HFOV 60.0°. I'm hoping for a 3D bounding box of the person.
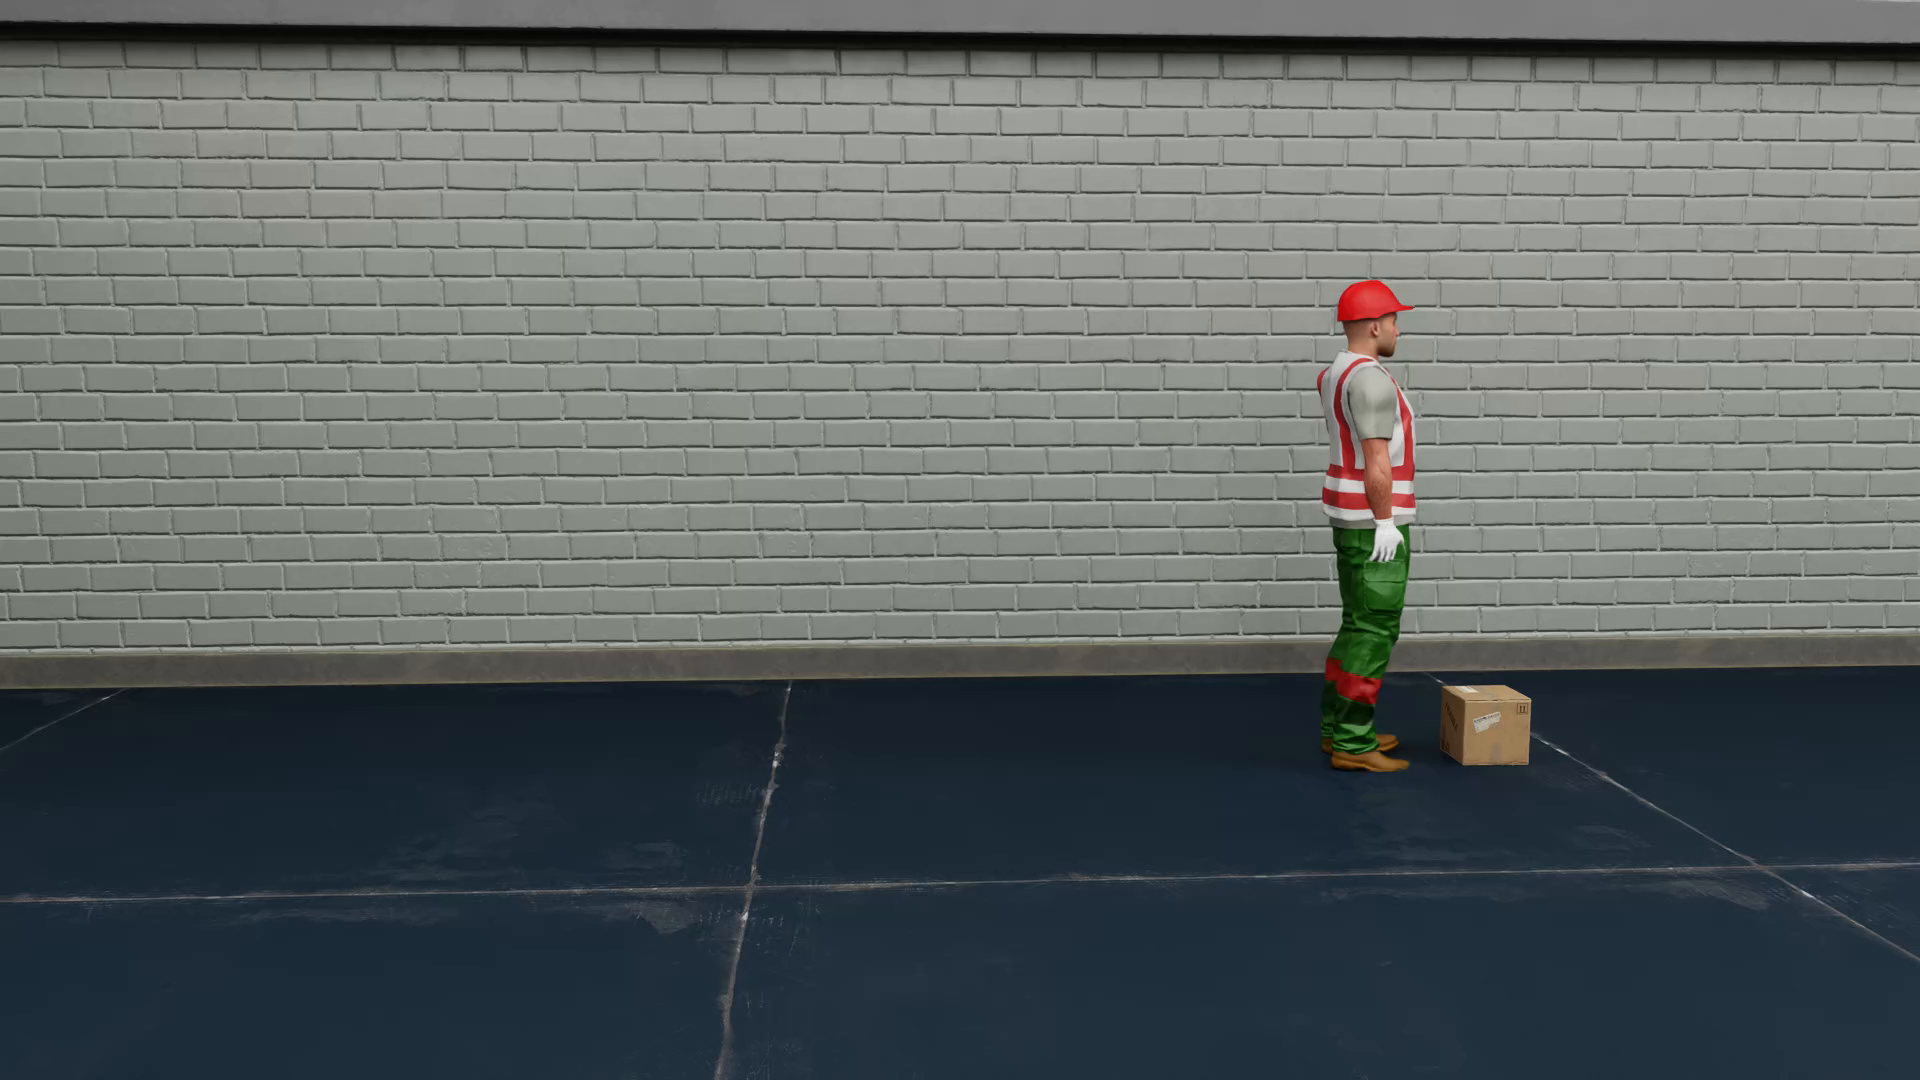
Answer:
[{"bbox_3d":[1.517,-0.051,6.173,0.343,1.805,0.524,0,7,-2],"label":"person"}]
